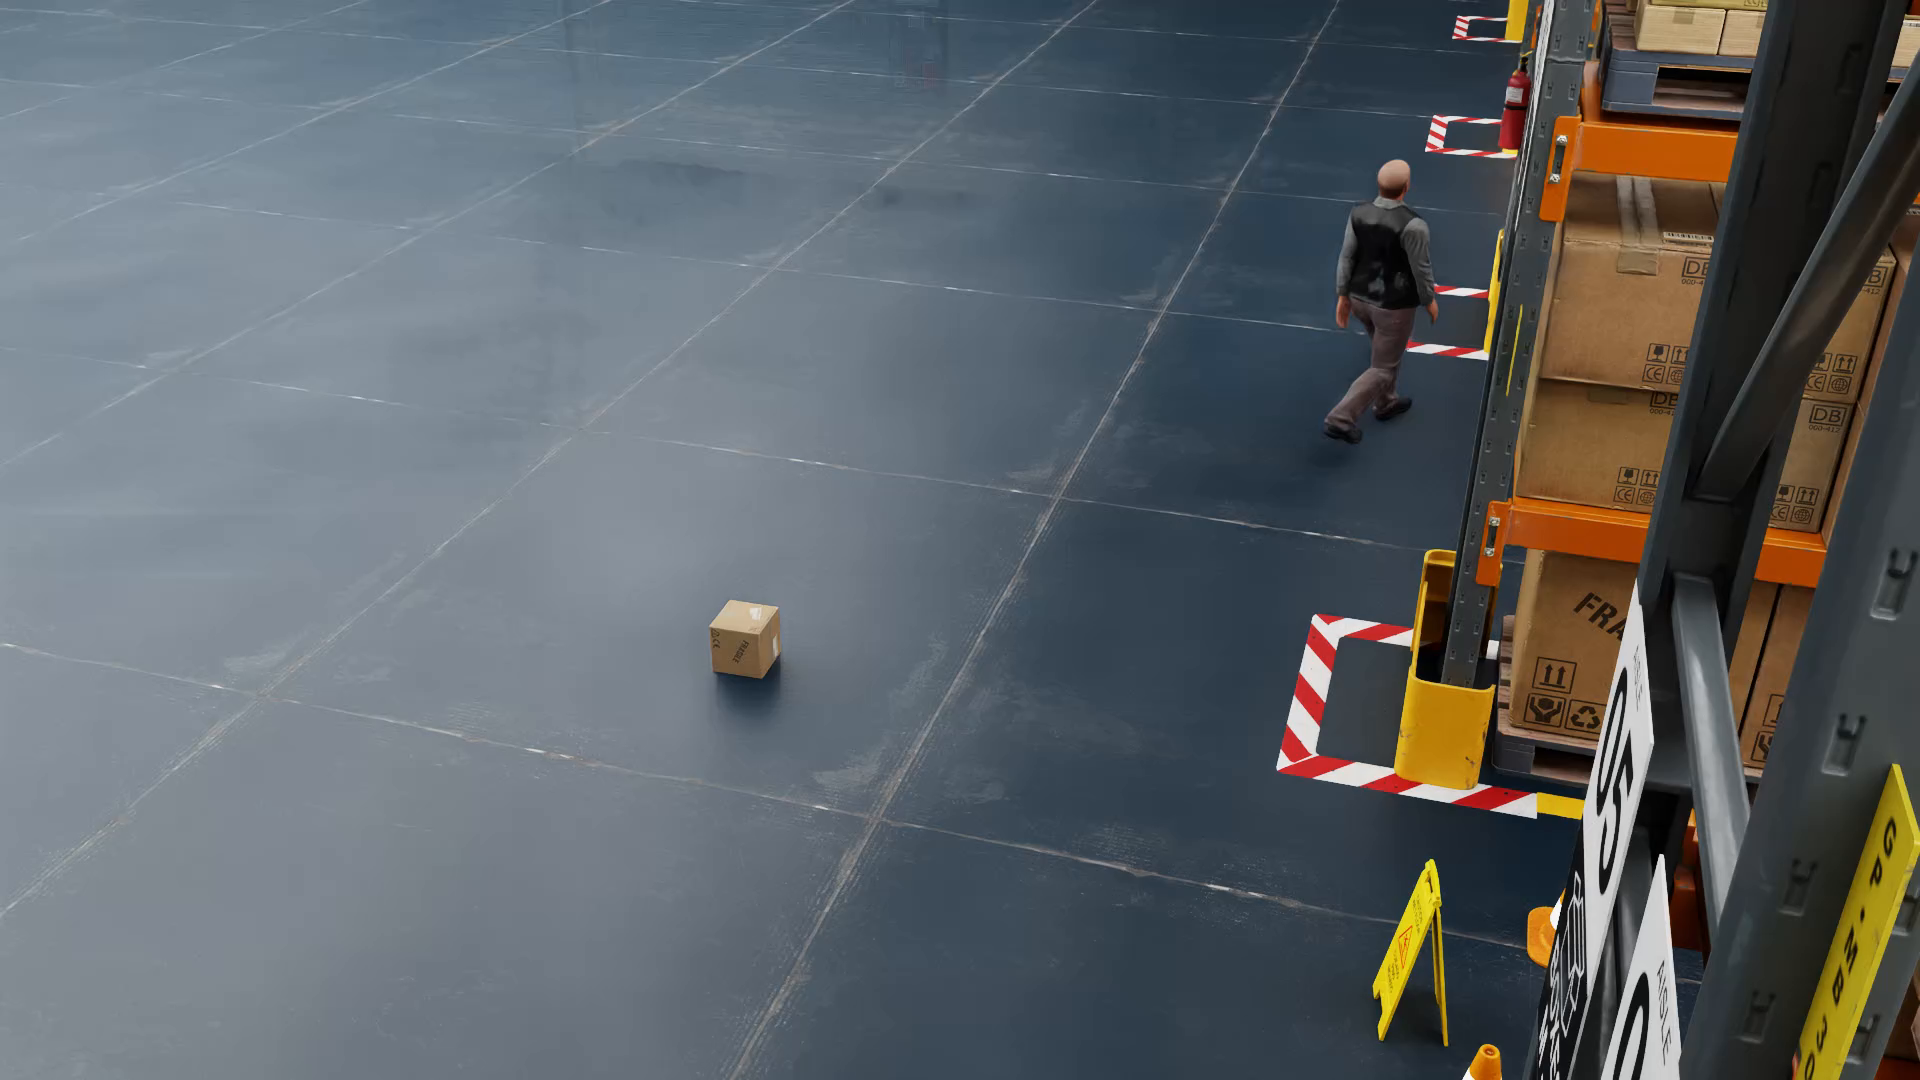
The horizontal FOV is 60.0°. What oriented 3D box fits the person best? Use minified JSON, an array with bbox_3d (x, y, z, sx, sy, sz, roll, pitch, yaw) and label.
[{"bbox_3d":[2.467,-1.381,9.643,0.971,1.682,0.536,-20,35,-31],"label":"person"}]
